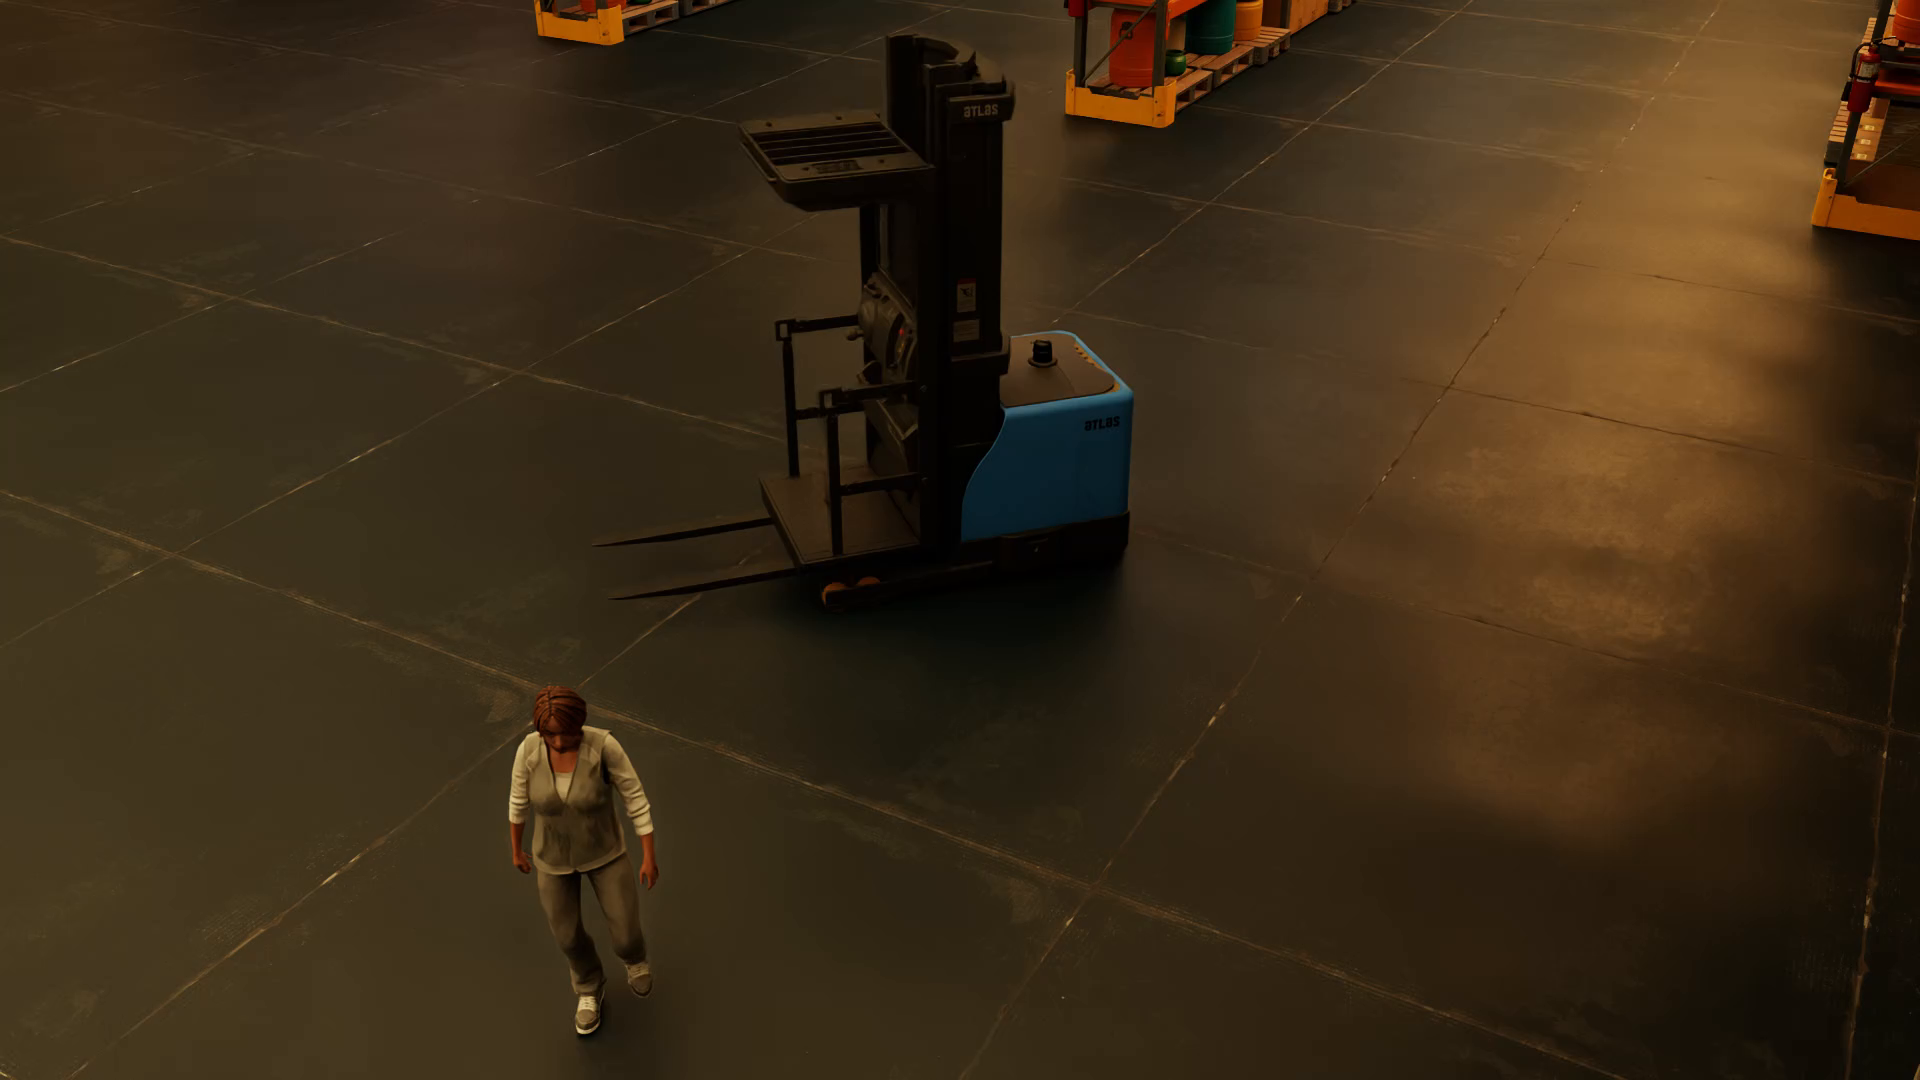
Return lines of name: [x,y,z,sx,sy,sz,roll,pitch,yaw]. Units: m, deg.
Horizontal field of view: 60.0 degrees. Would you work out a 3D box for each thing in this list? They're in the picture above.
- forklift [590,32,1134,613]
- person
forklift: [-0.584,-1.160,9.080,3.031,2.935,1.130,-10,31,-16]
person: [-1.426,1.223,6.311,0.566,1.577,0.419,-3,30,-5]
